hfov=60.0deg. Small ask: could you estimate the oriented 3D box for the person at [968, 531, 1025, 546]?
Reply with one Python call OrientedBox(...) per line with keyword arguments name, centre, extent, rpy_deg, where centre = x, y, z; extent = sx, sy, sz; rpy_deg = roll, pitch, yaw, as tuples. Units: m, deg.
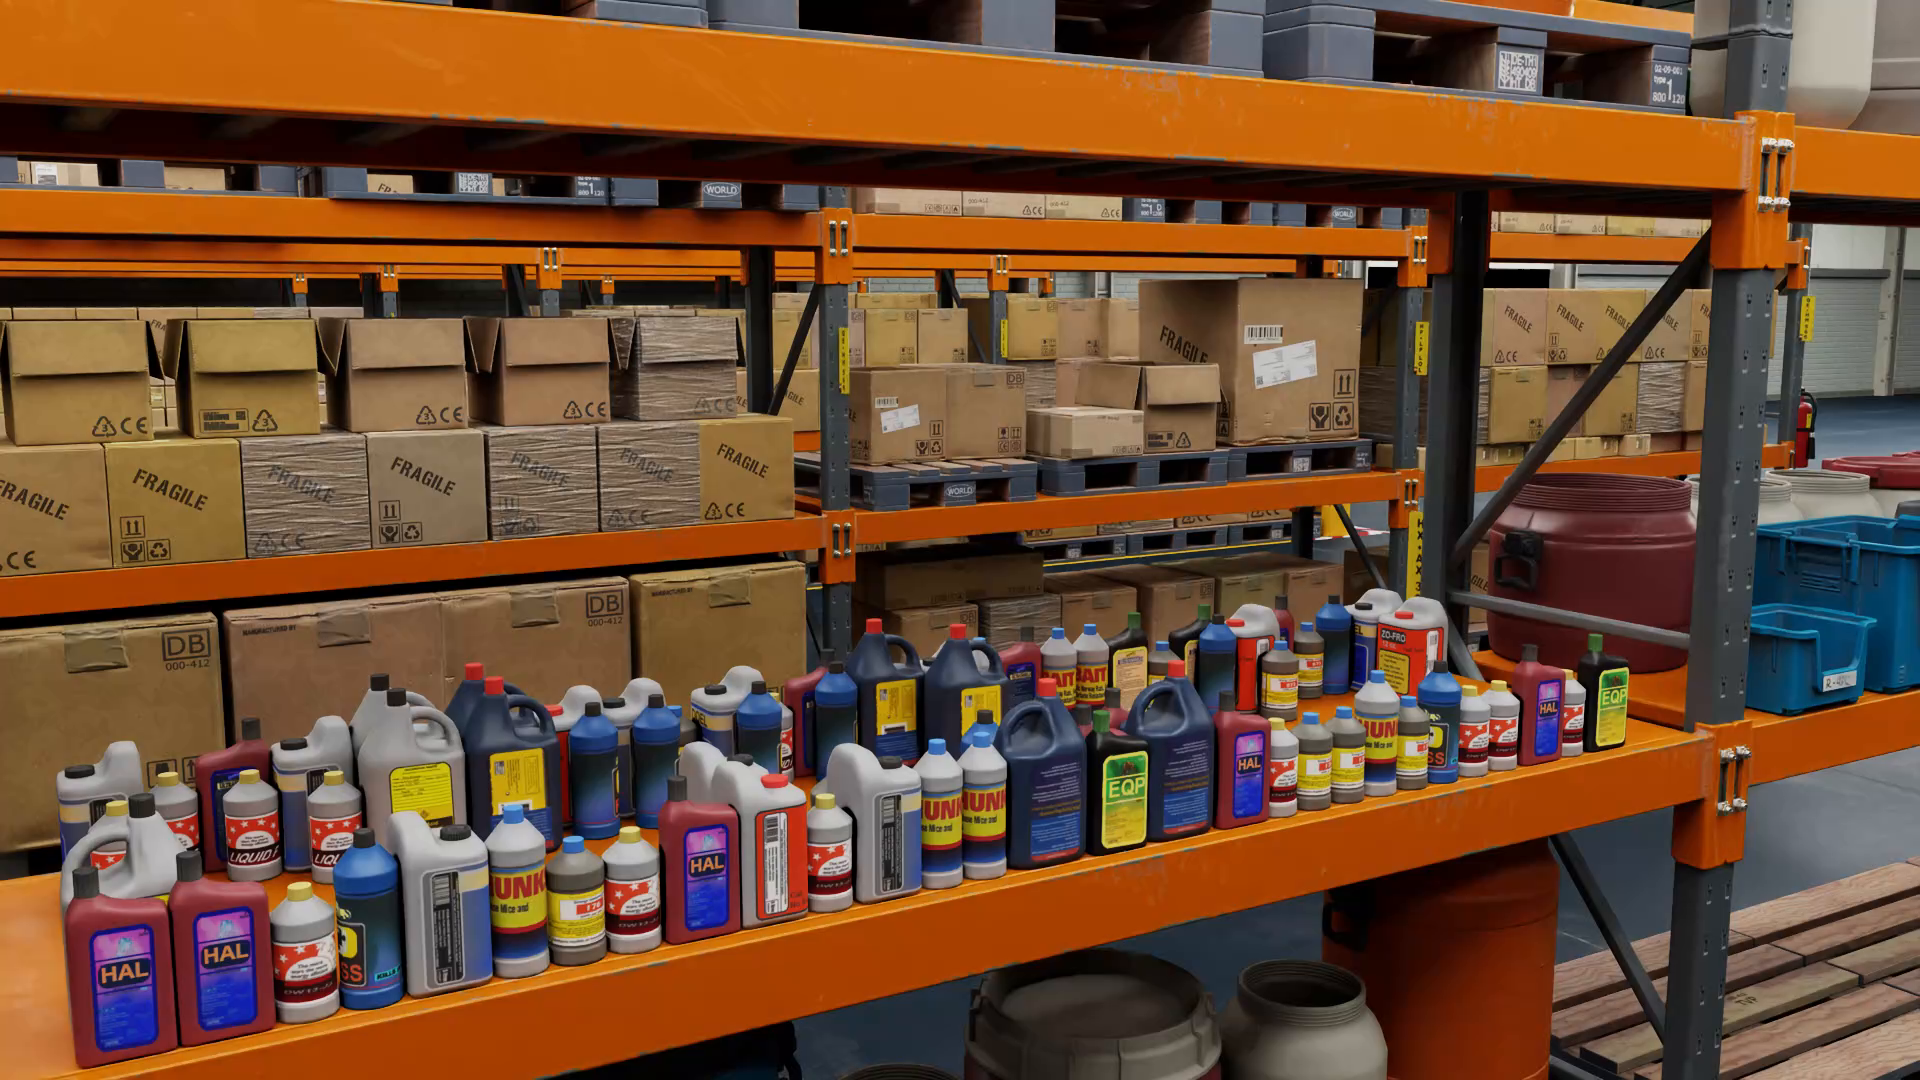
OrientedBox(name="person", centre=(0.288, -0.170, 12.170), extent=(0.496, 1.690, 0.528), rpy_deg=(-7, 11, -40))
